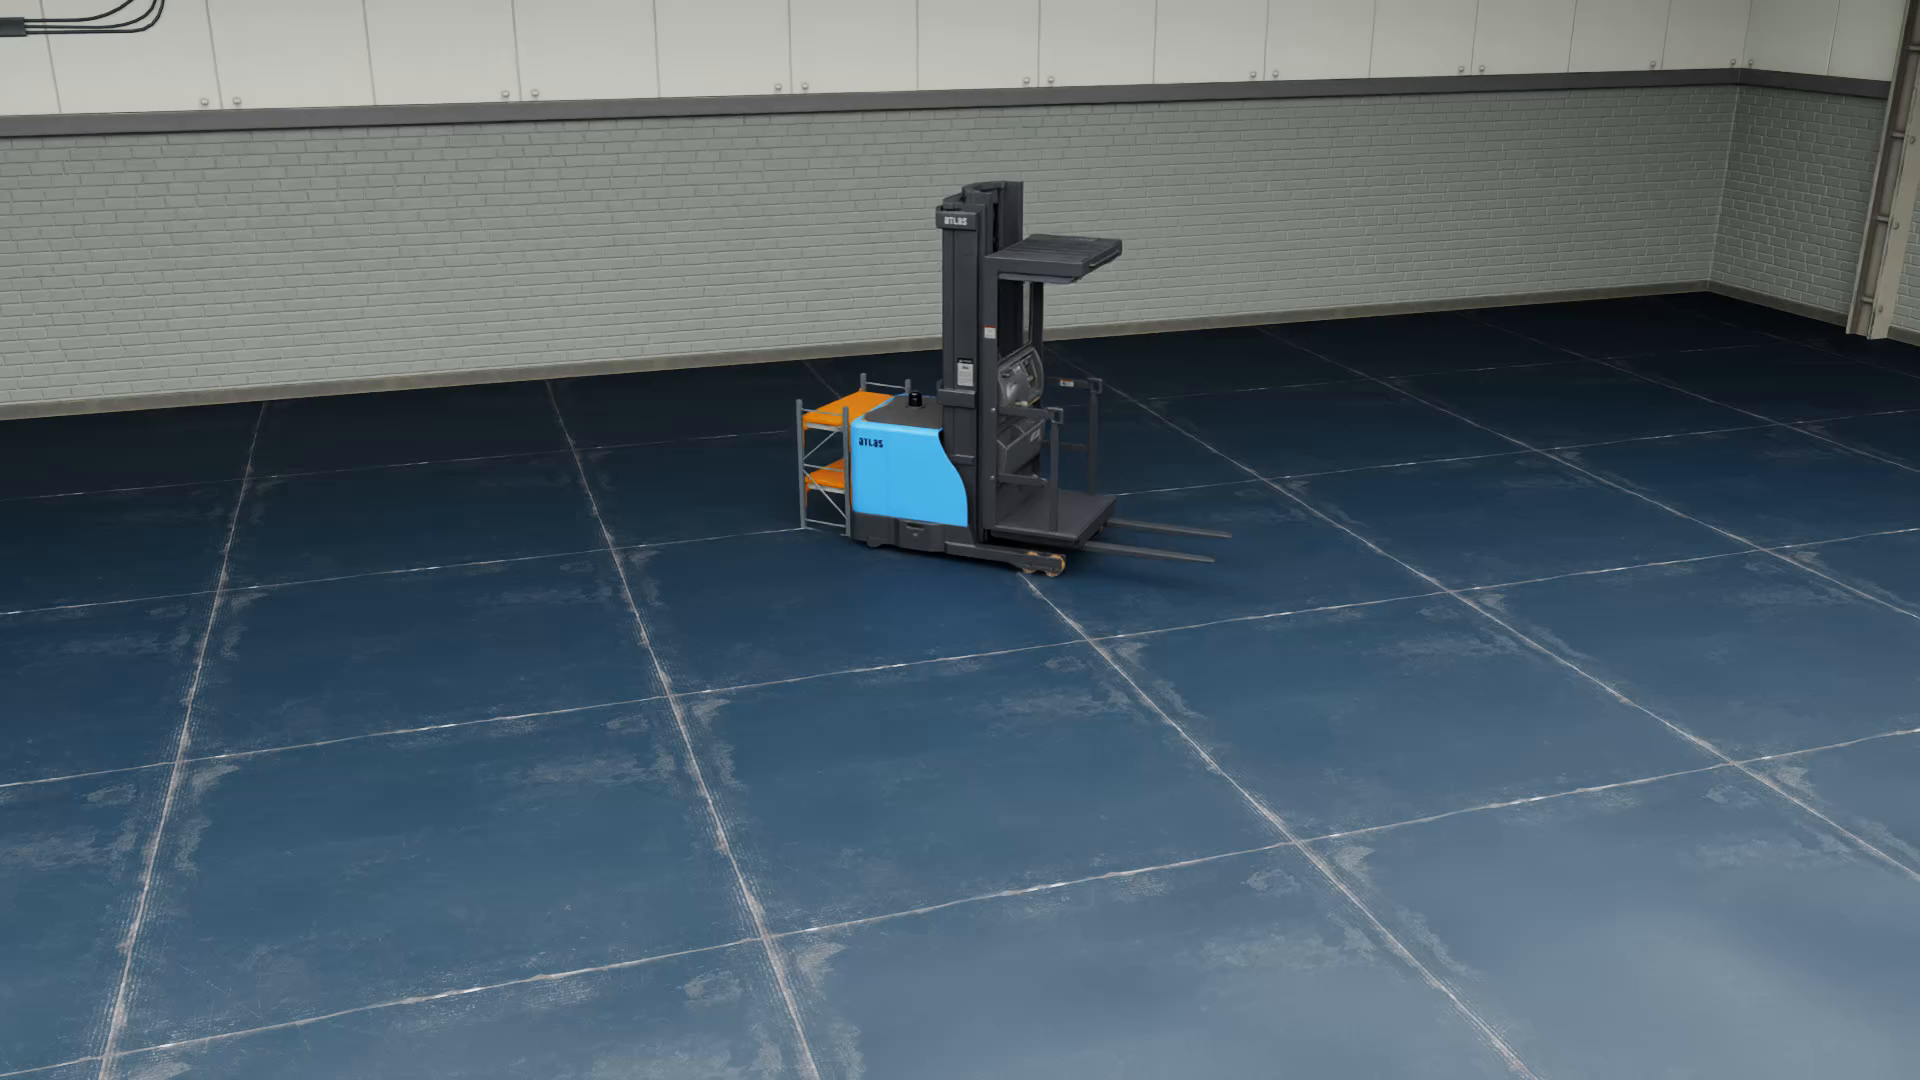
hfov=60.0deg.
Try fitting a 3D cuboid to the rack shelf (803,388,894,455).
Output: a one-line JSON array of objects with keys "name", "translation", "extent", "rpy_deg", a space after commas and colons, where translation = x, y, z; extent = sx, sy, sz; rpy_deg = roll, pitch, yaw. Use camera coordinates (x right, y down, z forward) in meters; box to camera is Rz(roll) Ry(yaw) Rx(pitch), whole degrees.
[{"name": "rack shelf", "translation": [-0.895, -1.026, 14.239], "extent": [0.538, 0.278, 1.000], "rpy_deg": [10, 22, 27]}]

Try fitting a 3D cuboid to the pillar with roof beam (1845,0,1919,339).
[{"name": "pillar with roof beam", "translation": [7.461, -6.386, 18.384], "extent": [9.100, 9.000, 0.400], "rpy_deg": [-6, 21, -17]}]

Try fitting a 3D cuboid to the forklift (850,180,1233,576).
[{"name": "forklift", "translation": [0.667, -1.296, 13.189], "extent": [3.031, 2.935, 1.130], "rpy_deg": [8, 21, 20]}]

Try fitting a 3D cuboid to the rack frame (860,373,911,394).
[{"name": "rack frame", "translation": [-0.651, -0.901, 14.758], "extent": [0.500, 1.125, 0.032], "rpy_deg": [10, 22, 27]}]

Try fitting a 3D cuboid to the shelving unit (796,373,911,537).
[{"name": "shelving unit", "translation": [-0.894, -0.750, 14.337], "extent": [0.538, 1.125, 1.048], "rpy_deg": [10, 22, 27]}]

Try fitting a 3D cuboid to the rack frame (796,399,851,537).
[{"name": "rack frame", "translation": [-1.136, -0.599, 13.916], "extent": [0.500, 1.125, 0.032], "rpy_deg": [10, 22, 27]}]

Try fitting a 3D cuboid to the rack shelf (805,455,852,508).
[{"name": "rack shelf", "translation": [-0.893, -0.520, 14.419], "extent": [0.538, 0.278, 1.000], "rpy_deg": [10, 22, 27]}]

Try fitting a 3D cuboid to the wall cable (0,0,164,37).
[{"name": "wall cable", "translation": [-9.009, -7.187, 15.582], "extent": [2.305, 6.003, 0.169], "rpy_deg": [-6, 21, -17]}]
